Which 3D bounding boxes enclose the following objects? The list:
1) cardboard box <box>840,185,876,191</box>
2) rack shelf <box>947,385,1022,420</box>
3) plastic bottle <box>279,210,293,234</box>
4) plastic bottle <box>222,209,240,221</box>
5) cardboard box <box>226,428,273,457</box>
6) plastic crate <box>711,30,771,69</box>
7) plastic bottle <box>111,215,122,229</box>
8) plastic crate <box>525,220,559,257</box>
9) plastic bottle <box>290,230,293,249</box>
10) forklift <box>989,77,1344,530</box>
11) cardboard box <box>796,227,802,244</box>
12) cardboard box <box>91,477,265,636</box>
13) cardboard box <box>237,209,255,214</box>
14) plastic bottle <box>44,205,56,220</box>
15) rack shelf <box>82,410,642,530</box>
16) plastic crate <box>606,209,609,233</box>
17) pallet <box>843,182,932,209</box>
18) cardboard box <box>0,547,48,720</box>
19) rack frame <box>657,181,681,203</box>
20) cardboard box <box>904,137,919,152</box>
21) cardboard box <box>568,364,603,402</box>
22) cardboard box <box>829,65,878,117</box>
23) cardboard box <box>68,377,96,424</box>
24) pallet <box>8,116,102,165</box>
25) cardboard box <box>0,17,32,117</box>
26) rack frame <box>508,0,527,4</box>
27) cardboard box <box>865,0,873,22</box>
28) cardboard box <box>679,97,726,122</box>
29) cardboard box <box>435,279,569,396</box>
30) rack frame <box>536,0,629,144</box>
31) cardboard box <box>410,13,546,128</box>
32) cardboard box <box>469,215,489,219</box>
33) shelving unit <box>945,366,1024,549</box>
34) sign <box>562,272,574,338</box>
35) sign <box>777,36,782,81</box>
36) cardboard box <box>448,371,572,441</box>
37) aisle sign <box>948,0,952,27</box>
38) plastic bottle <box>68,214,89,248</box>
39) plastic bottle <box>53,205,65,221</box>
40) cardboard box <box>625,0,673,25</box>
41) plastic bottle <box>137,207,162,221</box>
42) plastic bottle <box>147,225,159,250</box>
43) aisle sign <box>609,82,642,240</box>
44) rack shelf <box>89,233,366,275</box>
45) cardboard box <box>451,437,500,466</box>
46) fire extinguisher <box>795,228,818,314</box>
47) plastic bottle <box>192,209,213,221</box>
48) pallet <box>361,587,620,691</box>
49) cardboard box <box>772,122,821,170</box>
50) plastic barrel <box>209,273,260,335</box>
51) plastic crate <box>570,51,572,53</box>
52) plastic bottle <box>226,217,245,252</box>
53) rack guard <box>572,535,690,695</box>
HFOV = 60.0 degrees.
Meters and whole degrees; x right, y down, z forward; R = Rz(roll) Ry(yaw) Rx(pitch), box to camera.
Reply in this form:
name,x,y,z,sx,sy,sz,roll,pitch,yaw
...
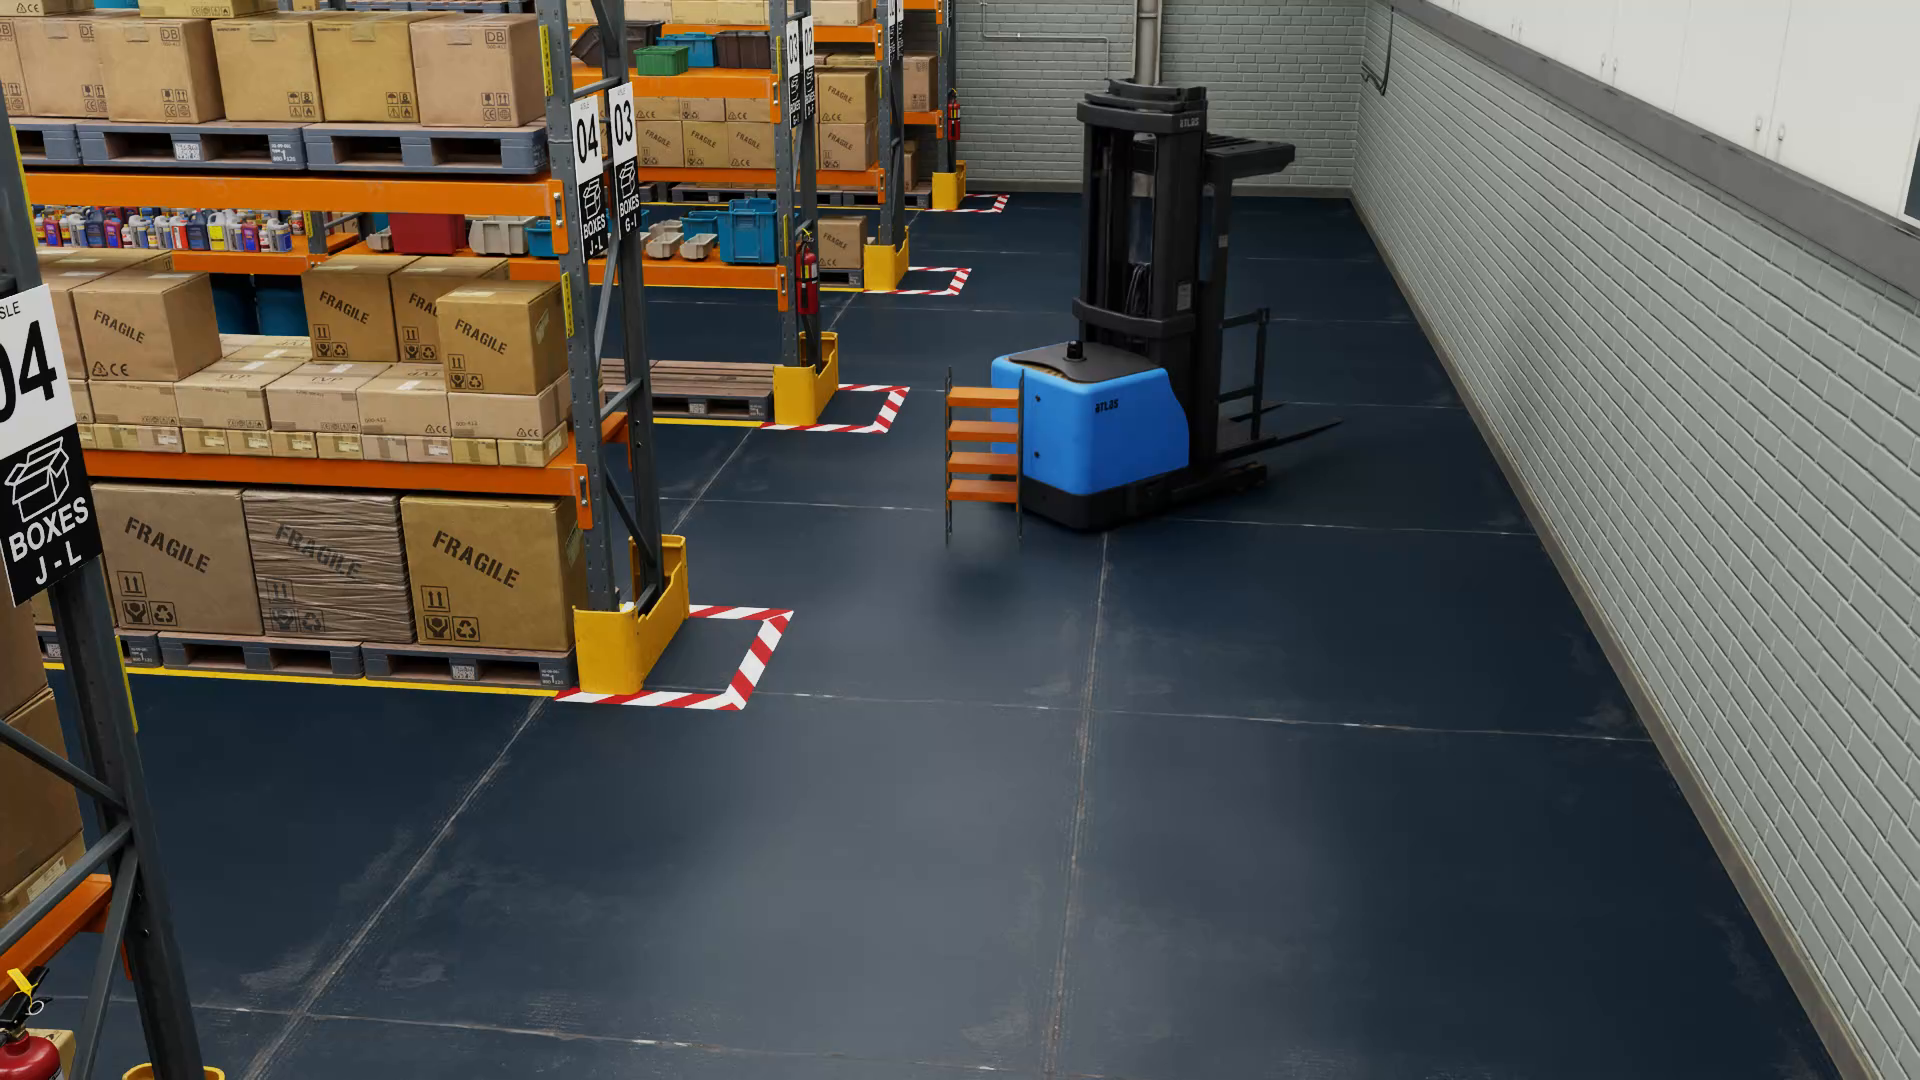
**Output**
name,x,y,z,sx,sy,sz,roll,pitch,yaw
cardboard box,-1.379,-5.223,23.400,0.500,0.500,0.700,2,22,6
rack shelf,0.164,-0.916,11.057,0.480,0.148,0.258,2,22,6
plastic bottle,-5.973,-2.851,14.746,0.097,0.271,0.097,0,22,0
plastic bottle,-6.248,-2.681,14.208,0.185,0.351,0.144,2,22,6
cardboard box,-3.835,-0.594,9.204,0.250,0.149,0.380,3,22,7
plastic crate,-1.691,-4.010,13.602,0.590,0.269,0.497,2,22,6
plastic bottle,-7.214,-2.647,14.229,0.097,0.271,0.097,0,22,0
plastic crate,-3.411,-2.503,13.838,0.300,0.233,0.416,2,22,6
plastic bottle,-5.747,-2.584,14.166,0.097,0.201,0.097,0,22,0
forklift,1.674,-1.857,12.151,3.031,2.935,1.130,-16,27,-36
cardboard box,-1.758,-3.441,19.205,0.500,0.250,0.500,2,22,6
cardboard box,-4.357,-0.033,9.762,0.875,0.875,0.875,2,22,6
cardboard box,-8.281,-3.630,19.344,0.500,0.500,0.500,3,22,9
plastic bottle,-8.202,-2.916,15.005,0.097,0.201,0.097,0,22,0
rack shelf,-3.910,-0.502,9.607,4.000,0.370,1.077,2,22,6
plastic crate,-3.153,-2.709,14.358,0.300,0.233,0.416,2,22,6
pallet,-0.979,-4.884,23.507,1.213,0.211,1.003,2,22,6
cardboard box,-3.023,0.291,4.724,0.500,0.500,0.500,2,22,6
rack frame,-4.148,-6.348,23.417,0.127,3.000,1.000,2,22,6
cardboard box,-0.735,-5.571,23.397,0.250,0.149,0.380,3,22,7
cardboard box,-2.369,-0.937,9.531,0.500,0.250,0.500,2,22,5
cardboard box,-1.164,-4.993,18.494,0.500,0.500,0.500,3,22,8
cardboard box,-4.968,-0.852,9.314,0.500,0.250,0.500,2,22,6
pallet,-5.085,-2.237,9.059,1.213,0.211,1.003,2,22,6
cardboard box,-5.112,-2.594,8.998,0.500,0.500,0.700,1,22,3
rack frame,-4.727,-7.329,17.739,0.127,3.000,1.000,2,22,6
cardboard box,-1.235,-5.806,18.171,0.500,0.250,0.500,2,22,6
cardboard box,-2.756,-4.861,18.160,0.500,0.500,0.500,3,22,8
cardboard box,-2.439,-1.092,8.902,0.500,0.500,0.500,3,22,7
rack frame,-1.924,-3.539,8.153,0.127,3.000,1.000,2,22,6
cardboard box,-2.447,-2.436,8.598,0.500,0.500,0.700,1,22,3
cardboard box,-5.251,-3.498,19.010,0.500,0.500,0.500,2,22,6
shelving unit,0.164,-0.551,11.201,0.503,1.200,0.258,2,22,6
sign,-2.002,-1.201,8.500,0.005,0.325,0.100,2,22,6
sign,-1.390,-3.703,12.788,0.005,0.325,0.100,2,22,6
cardboard box,-2.437,-0.742,9.037,0.500,0.250,0.500,2,22,5
aisle sign,-0.139,-7.271,22.216,0.004,0.787,0.394,2,22,6
plastic bottle,-7.517,-2.650,14.231,0.135,0.276,0.152,2,22,6
plastic bottle,-8.106,-2.944,14.981,0.097,0.271,0.097,0,22,0
cardboard box,-3.281,-5.708,17.922,0.500,0.250,0.500,2,22,6
plastic bottle,-7.230,-2.934,14.848,0.185,0.351,0.144,2,22,6
plastic bottle,-6.859,-2.576,14.146,0.097,0.201,0.097,0,22,0
aisle sign,-1.818,-2.065,9.047,0.004,0.787,0.394,2,22,6
rack shelf,-7.300,-2.483,14.619,4.000,0.370,1.077,2,22,6
cardboard box,-2.575,-0.539,9.064,0.250,0.149,0.380,3,22,7
fire extinguisher,-1.245,-2.176,13.477,0.183,0.674,0.296,2,22,6
plastic bottle,-6.666,-2.817,14.654,0.135,0.276,0.152,2,22,6
pallet,-2.728,0.541,9.784,1.213,0.211,1.003,2,22,6
cardboard box,-1.747,-4.354,18.237,0.500,0.500,0.500,3,22,7
plastic barrel,-6.555,-2.011,14.729,0.708,0.901,0.600,2,22,6
plastic crate,-3.423,-3.829,13.324,0.530,0.136,0.437,2,22,6
plastic bottle,-6.106,-2.588,14.075,0.135,0.276,0.152,2,22,6
rack guard,-1.901,0.414,9.713,0.348,0.500,1.175,2,22,6
